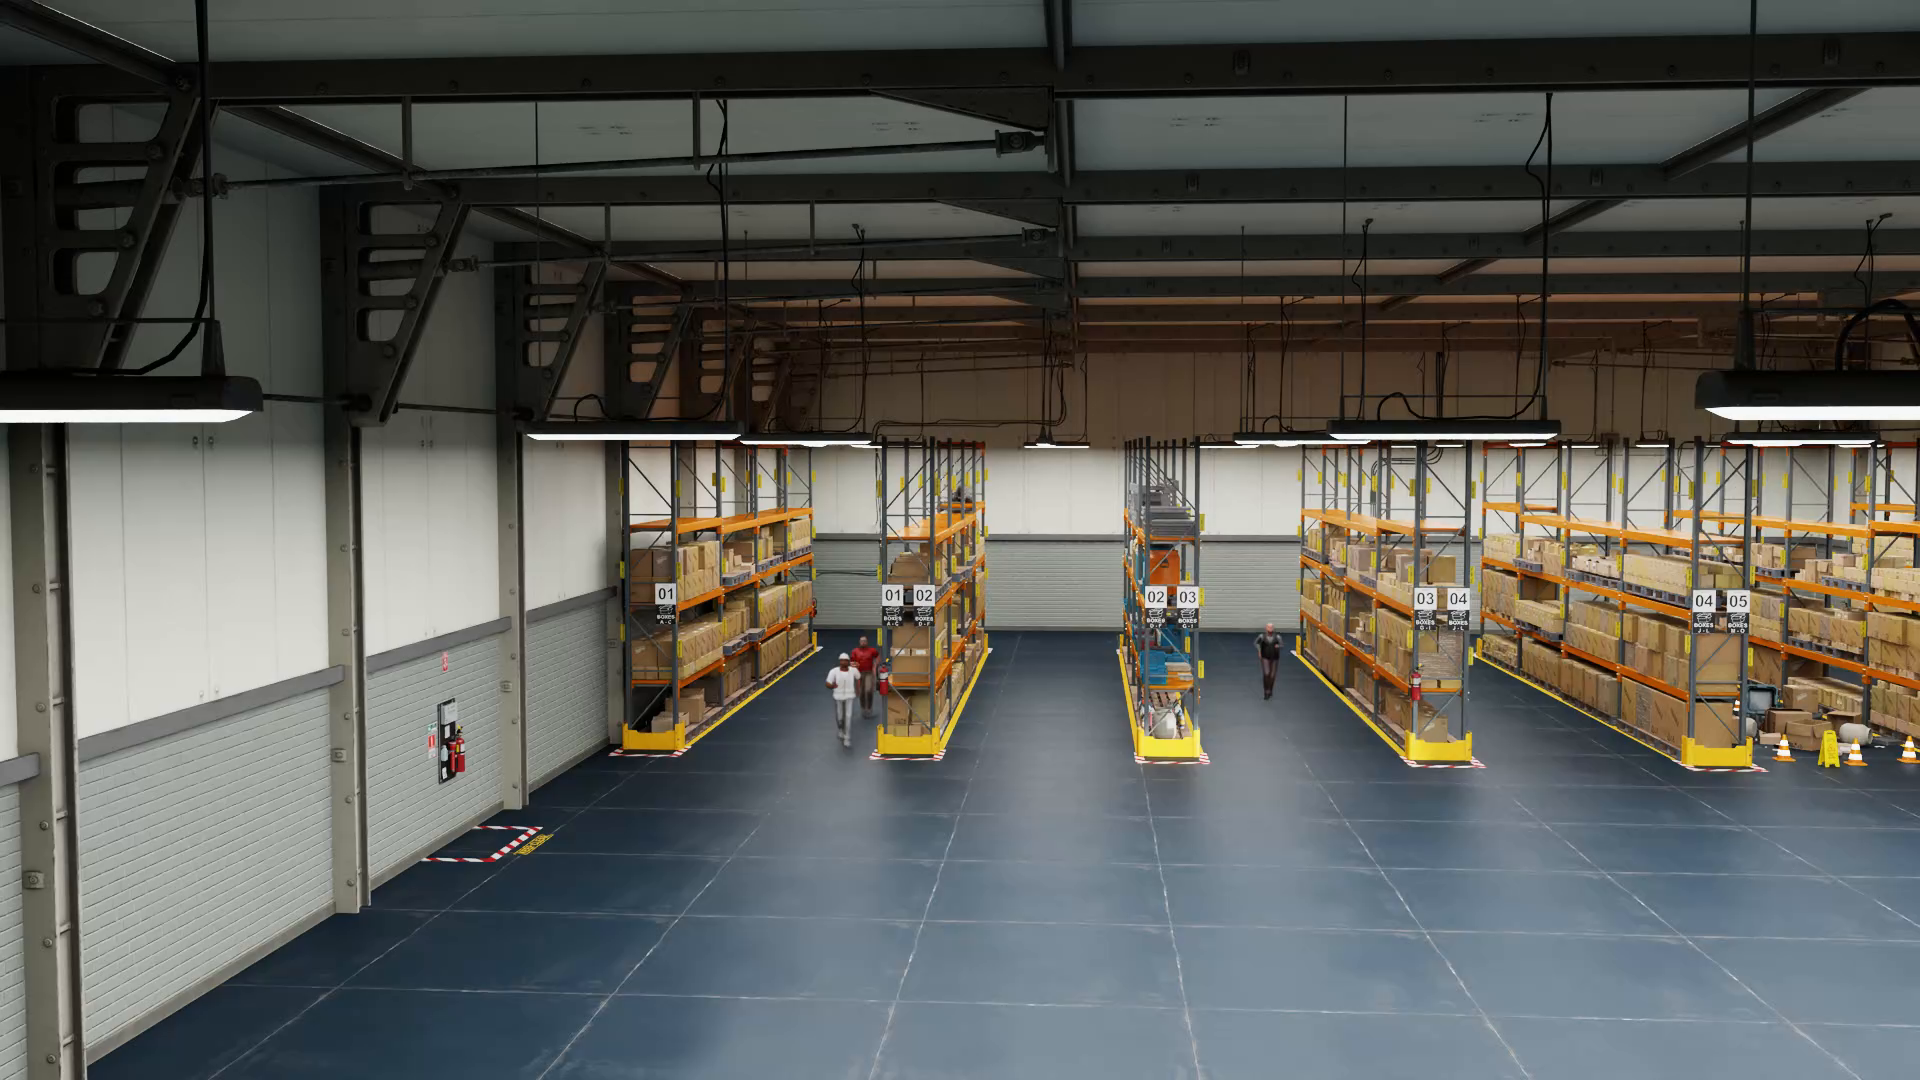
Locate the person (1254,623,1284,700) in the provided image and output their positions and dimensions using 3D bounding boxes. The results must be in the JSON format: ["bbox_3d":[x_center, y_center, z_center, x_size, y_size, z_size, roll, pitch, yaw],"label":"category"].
[{"bbox_3d":[7.163,2.807,38.464,0.639,1.780,0.731,0,3,-1],"label":"person"}]

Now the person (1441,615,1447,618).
[{"bbox_3d":[13.262,2.395,45.754,0.702,1.782,0.879,0,3,-4],"label":"person"}]

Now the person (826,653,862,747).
[{"bbox_3d":[-2.255,3.076,32.323,0.703,1.752,0.954,0,3,-4],"label":"person"}]

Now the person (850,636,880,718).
[{"bbox_3d":[-2.063,2.965,35.821,0.638,1.786,0.767,0,3,2],"label":"person"}]
